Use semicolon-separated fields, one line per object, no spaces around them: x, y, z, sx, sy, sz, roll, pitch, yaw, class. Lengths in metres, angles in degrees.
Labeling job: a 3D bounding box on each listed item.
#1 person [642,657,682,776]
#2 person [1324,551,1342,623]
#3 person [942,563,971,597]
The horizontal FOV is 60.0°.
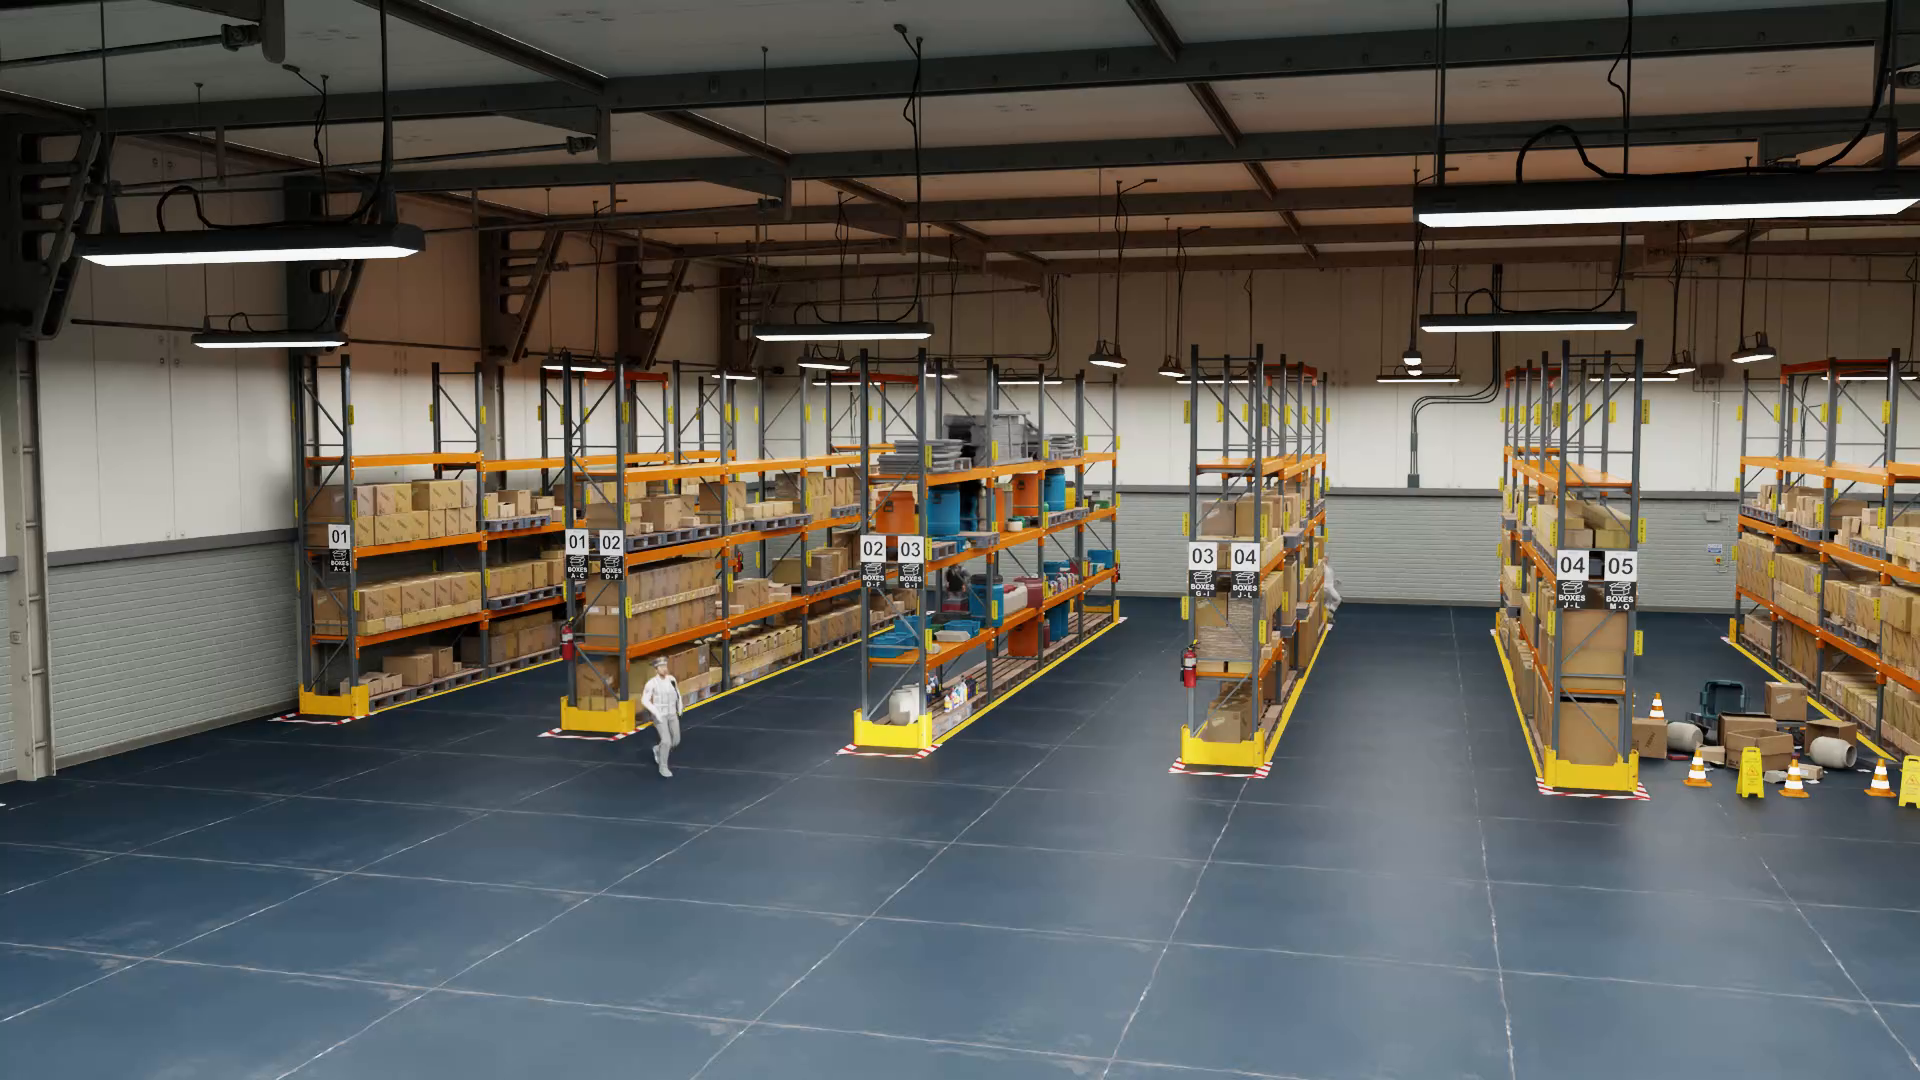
-4.147;2.446;23.207;0.618;1.663;0.511;-4;6;-41;person
8.889;1.143;40.014;0.600;1.748;0.725;2;5;25;person
-0.112;1.218;39.399;0.687;1.678;0.559;1;4;12;person
